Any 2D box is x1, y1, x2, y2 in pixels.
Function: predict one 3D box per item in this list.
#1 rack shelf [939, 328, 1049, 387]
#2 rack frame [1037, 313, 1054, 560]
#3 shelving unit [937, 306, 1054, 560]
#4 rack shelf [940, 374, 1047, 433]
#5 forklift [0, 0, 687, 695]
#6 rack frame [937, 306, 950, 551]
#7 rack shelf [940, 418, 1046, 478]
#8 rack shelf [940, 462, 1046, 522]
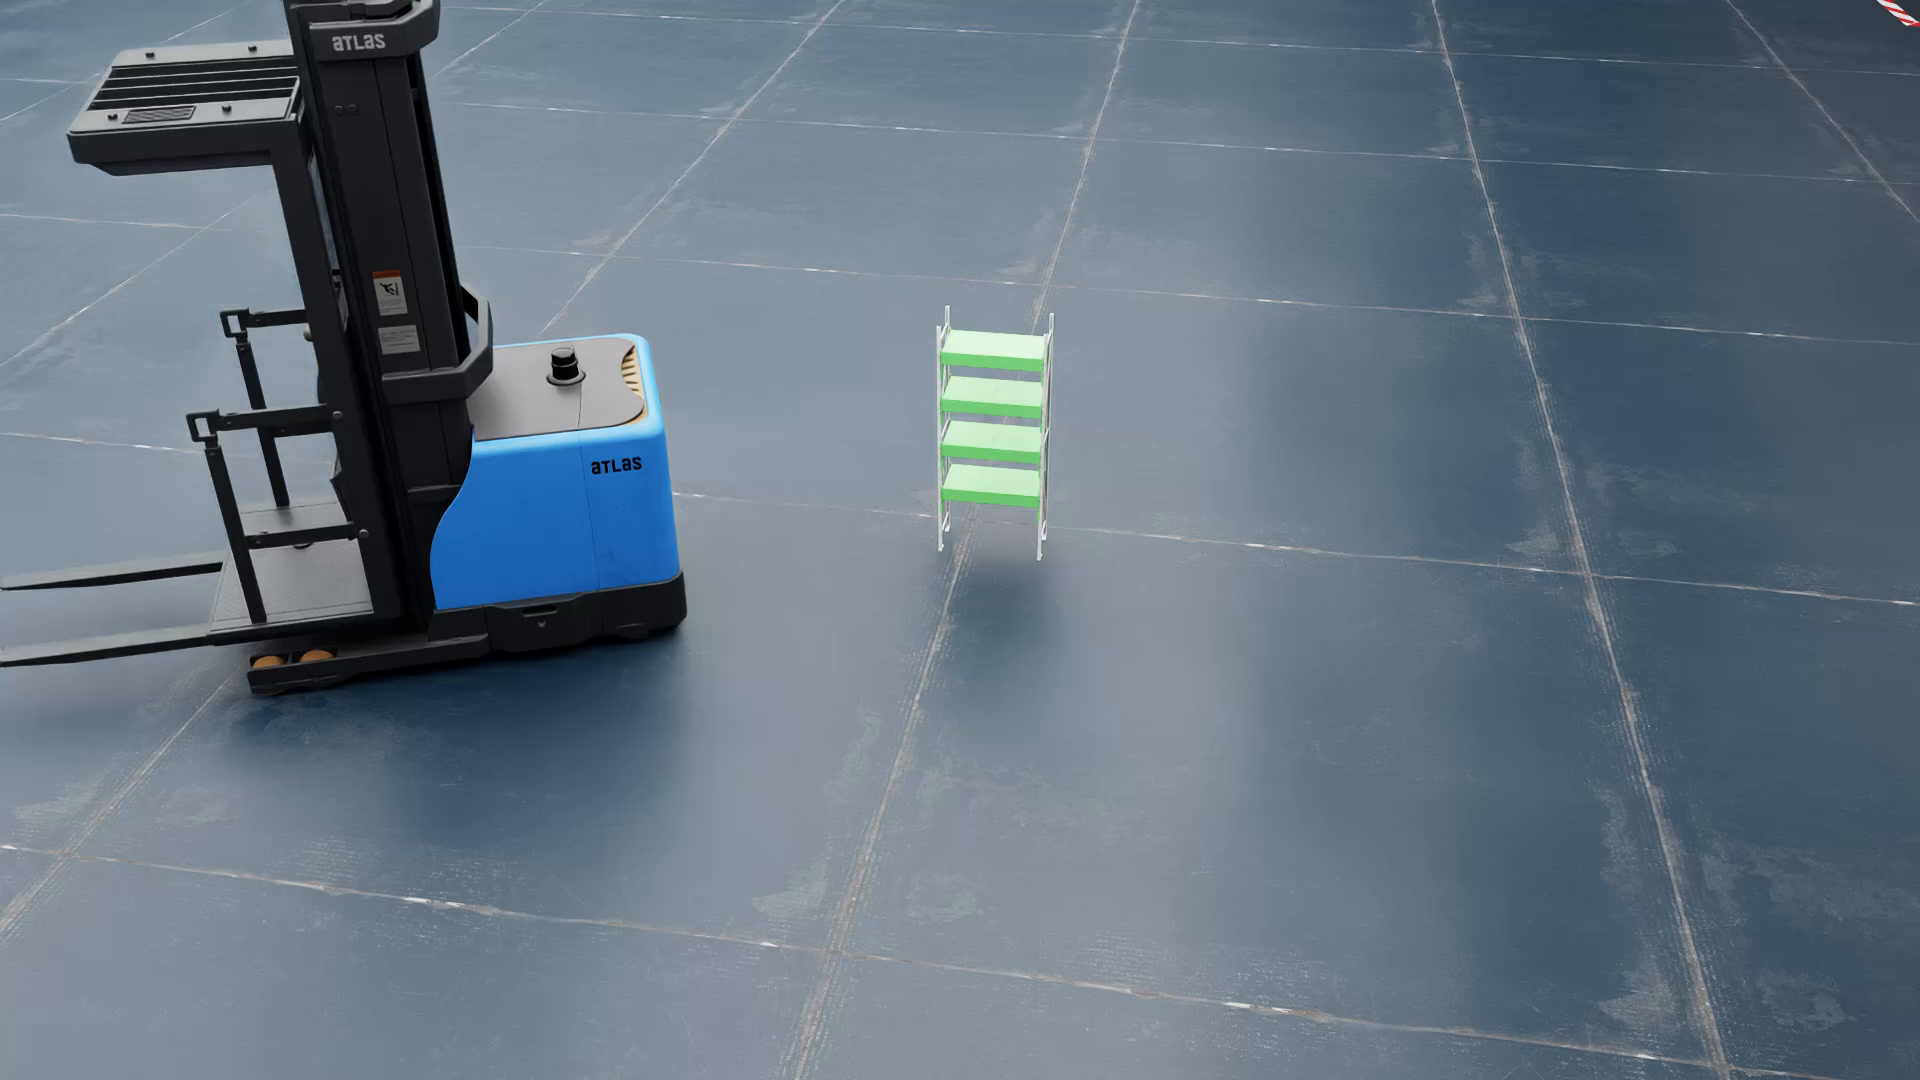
[{"bbox_3d":[0.163,-0.847,7.687,0.480,0.148,0.258,5,32,8],"label":"rack shelf"},{"bbox_3d":[0.404,-0.472,7.873,0.015,1.200,0.240,5,32,8],"label":"rack frame"},{"bbox_3d":[0.163,-0.494,7.908,0.503,1.200,0.258,5,32,8],"label":"shelving unit"},{"bbox_3d":[0.163,-0.643,7.815,0.480,0.148,0.258,5,32,8],"label":"rack shelf"},{"bbox_3d":[-2.817,-0.882,6.897,3.031,2.935,1.130,-7,33,-11],"label":"forklift"},{"bbox_3d":[-0.077,-0.516,7.943,0.015,1.200,0.240,5,32,8],"label":"rack frame"},{"bbox_3d":[0.163,-0.440,7.942,0.480,0.148,0.258,5,32,8],"label":"rack shelf"},{"bbox_3d":[0.163,-0.236,8.069,0.480,0.148,0.258,5,32,8],"label":"rack shelf"}]
